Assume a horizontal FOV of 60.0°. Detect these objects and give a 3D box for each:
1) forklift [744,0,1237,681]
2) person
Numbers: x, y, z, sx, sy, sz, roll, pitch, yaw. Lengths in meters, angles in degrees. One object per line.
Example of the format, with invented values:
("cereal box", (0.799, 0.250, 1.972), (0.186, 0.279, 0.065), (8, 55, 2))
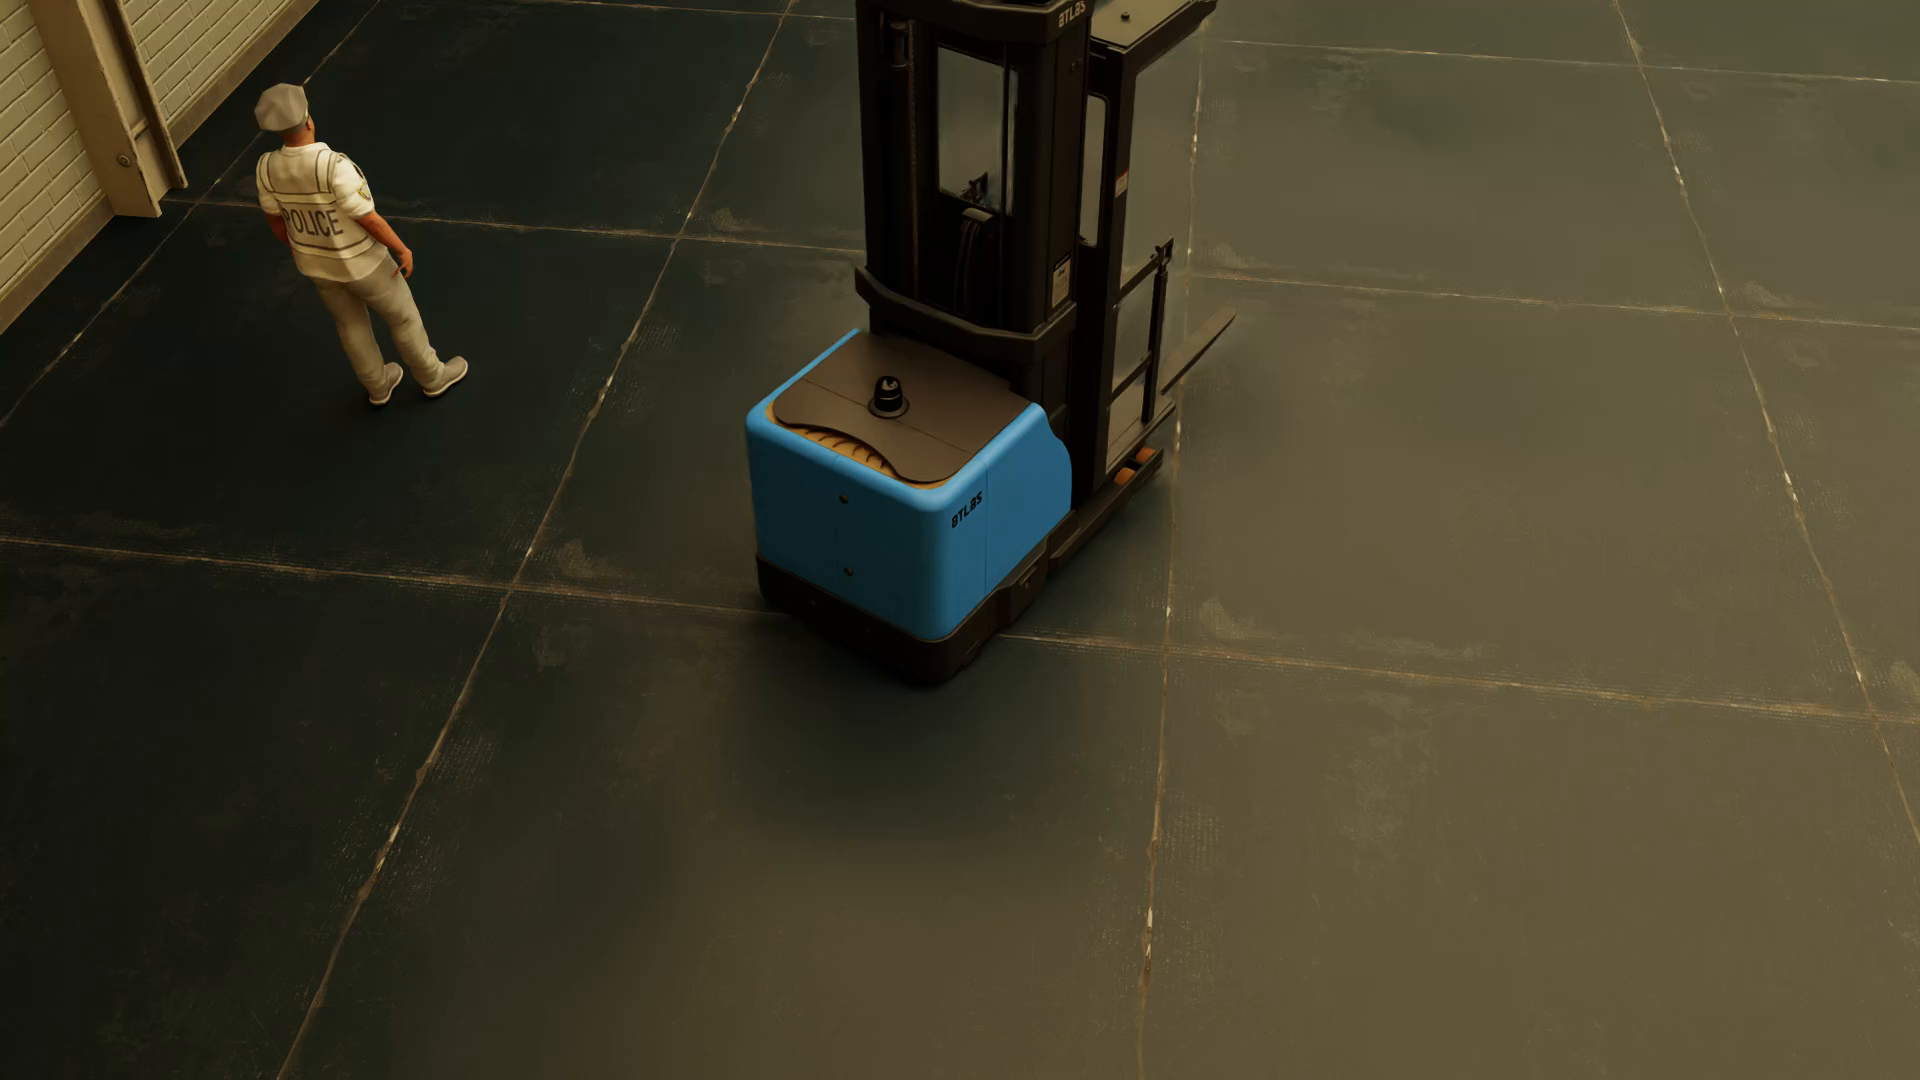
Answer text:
("forklift", (0.343, -1.436, 7.288), (1.130, 2.935, 3.031), (25, 48, 25))
("person", (-2.968, -1.441, 8.132), (0.638, 1.781, 0.576), (7, 43, 8))
